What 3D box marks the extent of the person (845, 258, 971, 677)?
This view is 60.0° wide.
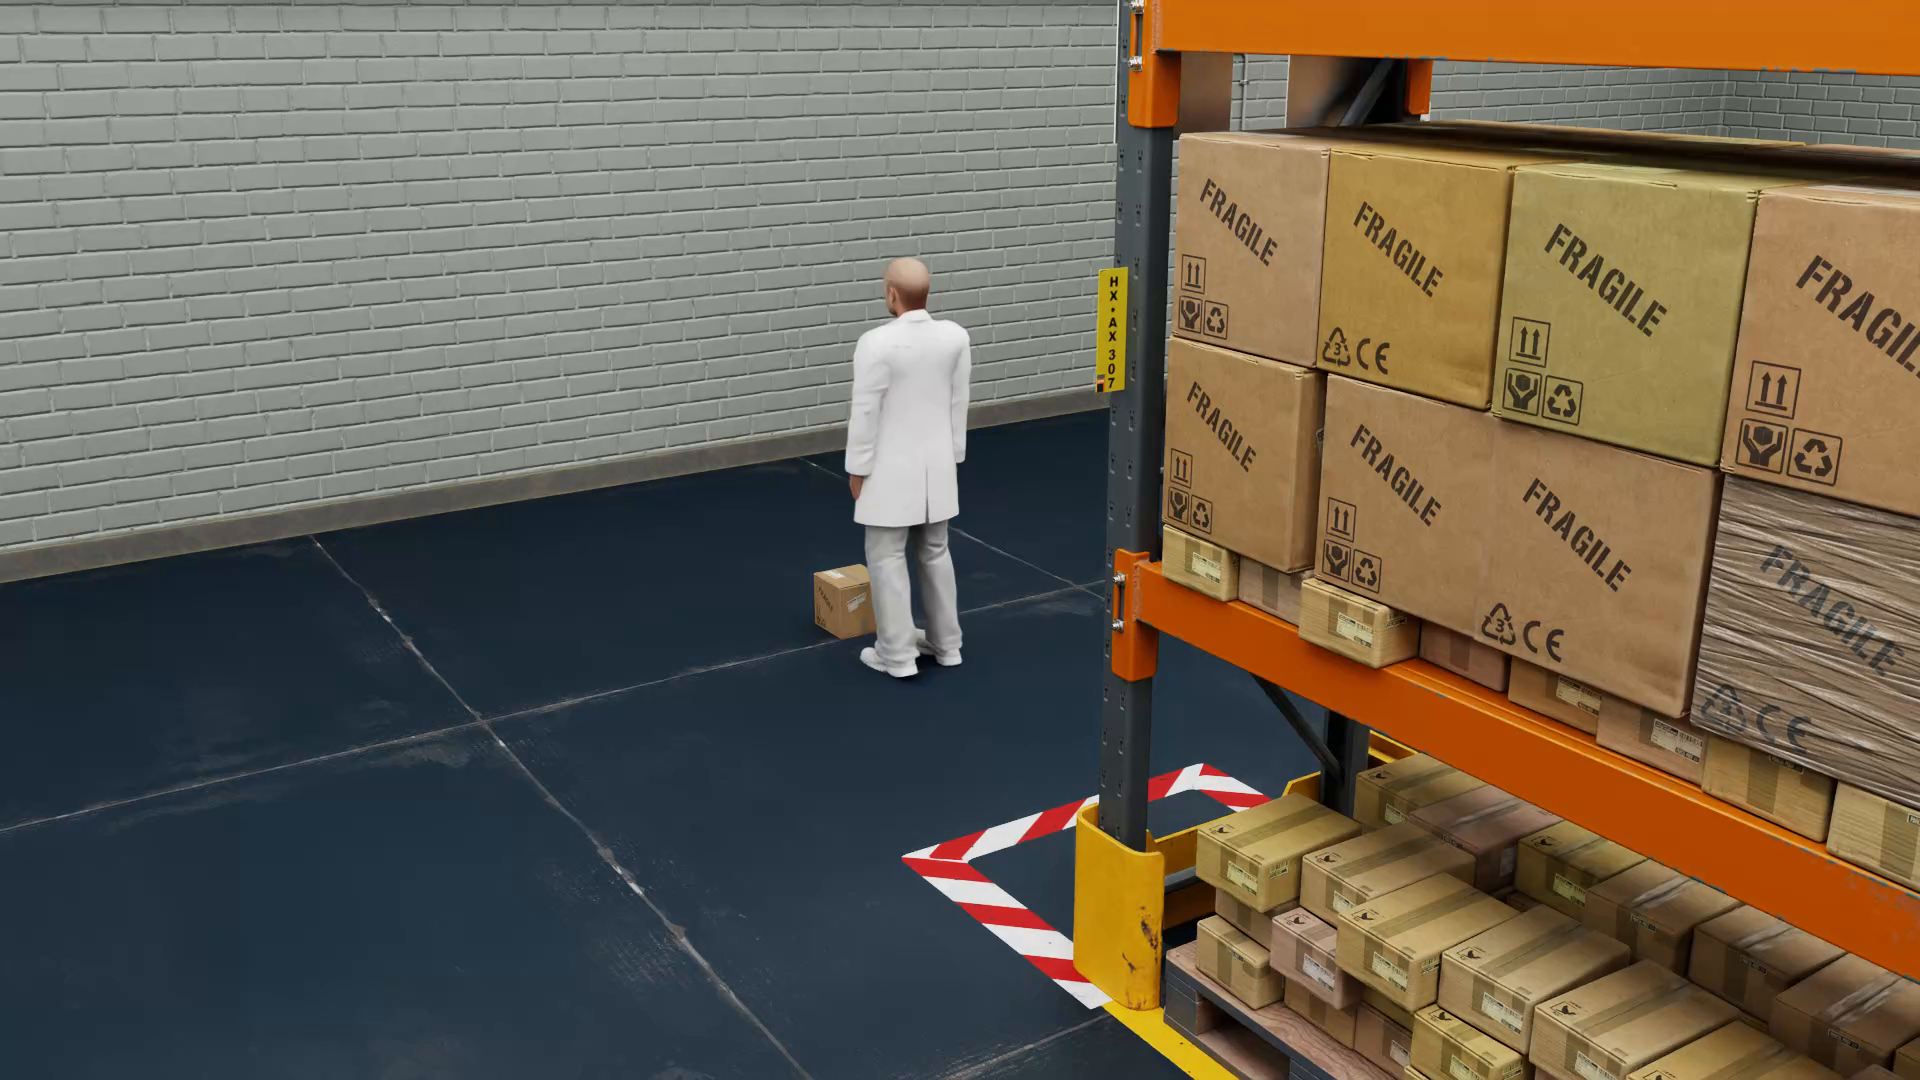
[{"bbox_3d":[-0.232,-0.299,7.044,0.561,1.793,0.397,-11,21,-30],"label":"person"}]
